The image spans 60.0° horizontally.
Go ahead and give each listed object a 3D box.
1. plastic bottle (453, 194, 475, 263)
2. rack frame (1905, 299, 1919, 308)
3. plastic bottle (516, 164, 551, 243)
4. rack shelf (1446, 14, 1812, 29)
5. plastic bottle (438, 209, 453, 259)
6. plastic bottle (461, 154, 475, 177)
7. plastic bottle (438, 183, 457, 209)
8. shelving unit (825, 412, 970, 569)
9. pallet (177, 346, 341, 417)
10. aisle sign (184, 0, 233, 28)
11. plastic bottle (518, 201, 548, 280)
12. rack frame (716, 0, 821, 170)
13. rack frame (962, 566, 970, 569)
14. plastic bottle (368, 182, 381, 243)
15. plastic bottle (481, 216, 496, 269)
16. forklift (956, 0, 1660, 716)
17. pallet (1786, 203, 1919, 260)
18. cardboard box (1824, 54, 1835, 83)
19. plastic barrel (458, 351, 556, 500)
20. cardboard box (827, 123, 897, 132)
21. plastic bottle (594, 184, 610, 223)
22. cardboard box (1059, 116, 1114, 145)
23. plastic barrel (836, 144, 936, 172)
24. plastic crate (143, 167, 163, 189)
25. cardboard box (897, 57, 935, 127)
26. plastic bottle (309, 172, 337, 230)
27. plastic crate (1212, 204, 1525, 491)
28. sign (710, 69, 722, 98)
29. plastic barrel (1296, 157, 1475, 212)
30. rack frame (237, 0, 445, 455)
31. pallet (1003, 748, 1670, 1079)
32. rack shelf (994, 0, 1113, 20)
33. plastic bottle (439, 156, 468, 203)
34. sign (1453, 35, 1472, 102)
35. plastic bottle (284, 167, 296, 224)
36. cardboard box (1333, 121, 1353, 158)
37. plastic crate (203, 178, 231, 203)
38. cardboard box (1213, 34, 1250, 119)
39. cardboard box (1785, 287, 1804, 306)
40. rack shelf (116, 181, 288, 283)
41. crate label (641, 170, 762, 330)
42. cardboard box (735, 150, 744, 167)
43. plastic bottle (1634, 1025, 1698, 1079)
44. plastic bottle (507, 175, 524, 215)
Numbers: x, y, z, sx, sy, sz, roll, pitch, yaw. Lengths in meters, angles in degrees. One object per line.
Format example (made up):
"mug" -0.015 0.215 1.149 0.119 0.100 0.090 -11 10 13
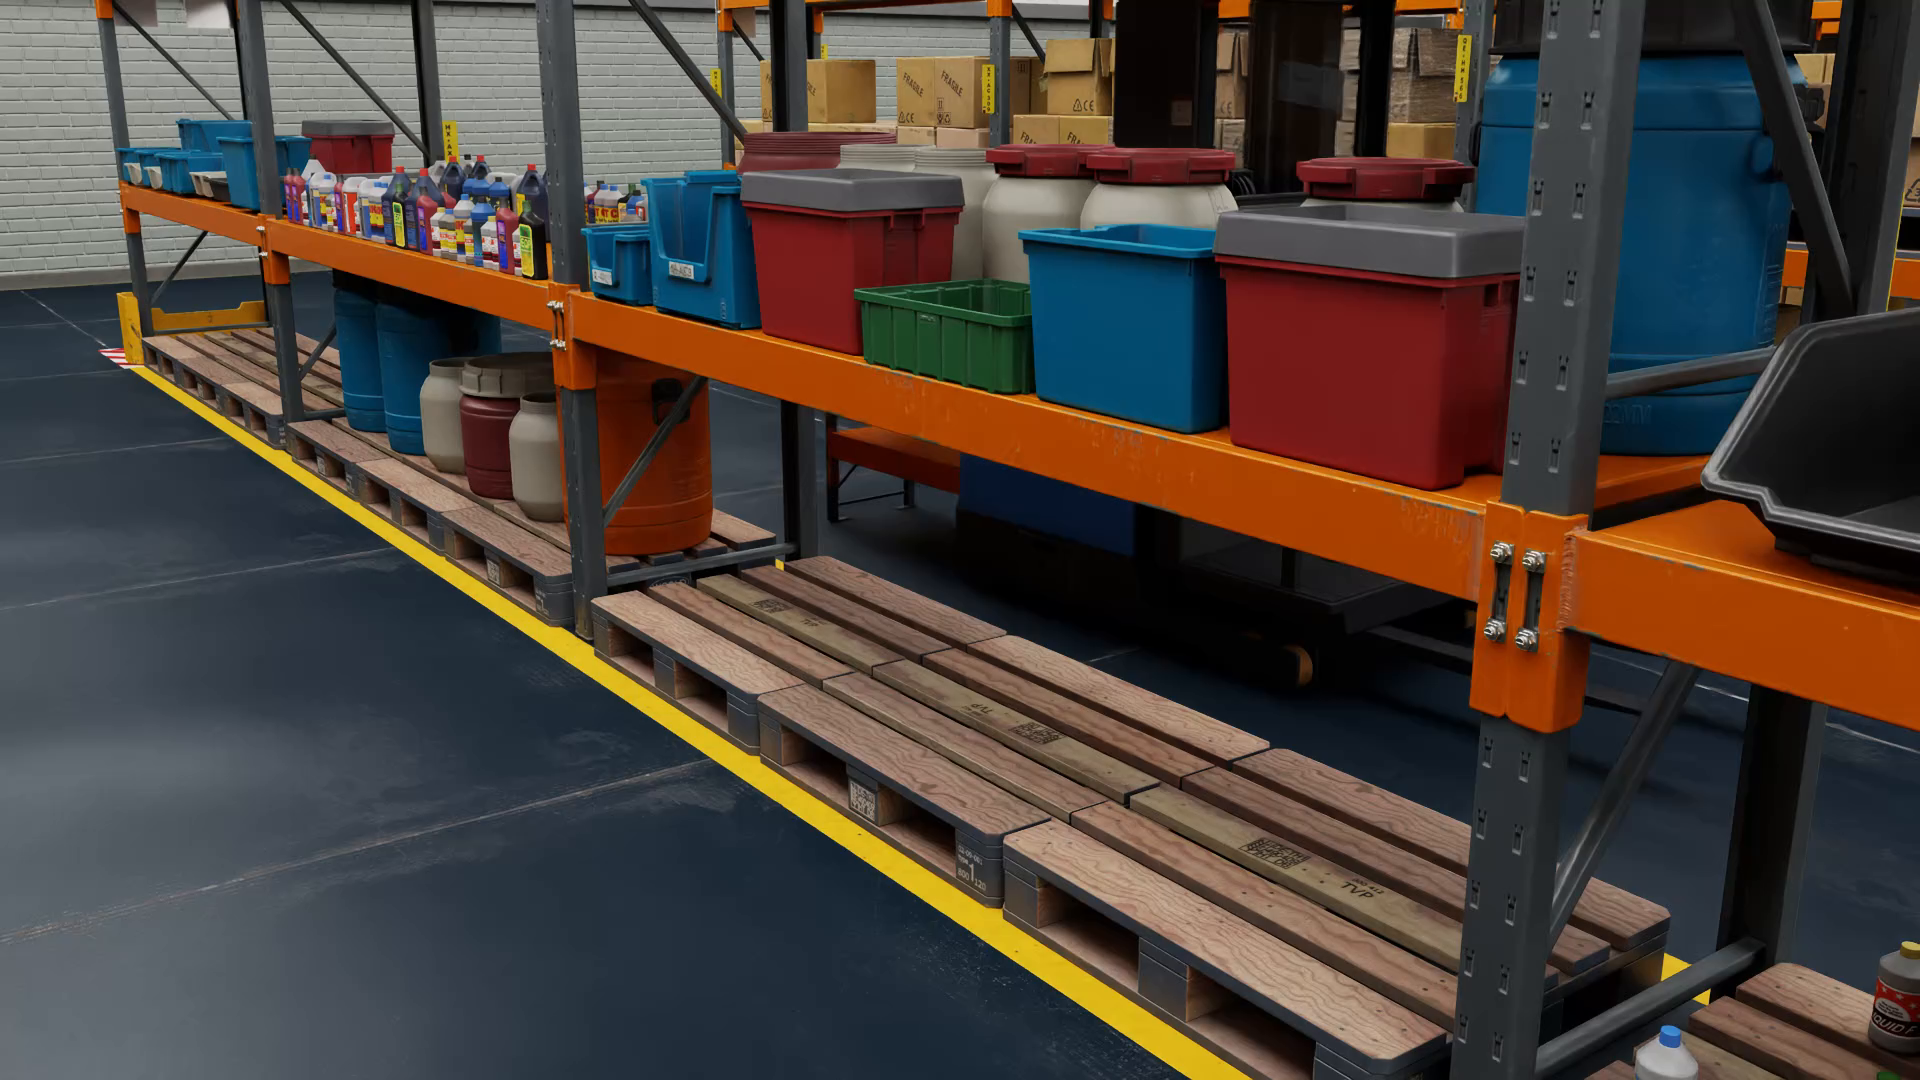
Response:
"plastic bottle" -2.009 -1.270 6.778 0.097 0.271 0.097 0 15 0
"rack frame" 7.070 -2.669 11.646 1.000 3.000 0.127 -11 19 -35
"plastic bottle" -1.951 -1.549 7.648 0.144 0.351 0.185 -11 19 -35
"rack shelf" 7.487 -5.840 18.912 1.077 0.370 4.000 -11 19 -35
"plastic bottle" -2.123 -1.278 6.939 0.097 0.201 0.097 0 15 0
"plastic bottle" -2.555 -1.837 8.699 0.144 0.351 0.185 -11 19 -35
"plastic bottle" -2.255 -1.422 7.310 0.061 0.283 0.133 -11 19 -35
"shelving unit" -0.106 -0.566 7.512 0.538 1.125 1.048 -12 19 -37
"pallet" -4.545 -1.073 11.096 1.003 0.211 1.213 -11 19 -35
"aisle sign" -5.517 -4.175 12.224 0.394 0.787 0.004 -11 19 -35
"plastic bottle" -1.591 -1.116 6.192 0.061 0.283 0.133 -11 19 -35
"rack frame" -1.705 -3.629 15.154 1.000 3.000 0.127 -11 19 -35
"rack frame" 0.214 -0.461 7.131 0.500 1.125 0.032 -12 19 -37
"plastic bottle" -2.669 -1.510 7.654 0.097 0.271 0.097 0 15 0
"plastic bottle" -1.837 -1.174 6.559 0.097 0.201 0.097 0 15 0
"forklift" 1.320 -1.043 5.835 1.130 2.935 3.031 -13 20 -39
"pallet" 4.195 -1.412 7.416 1.003 0.211 1.213 -11 19 -35
"cardboard box" 9.010 -4.601 16.620 0.500 0.500 0.500 -11 19 -35
"plastic barrel" -1.973 -0.534 7.619 0.600 0.588 0.708 -11 19 -35
"cardboard box" -0.727 -3.227 13.407 0.500 0.250 0.500 -11 19 -36
"plastic bottle" -1.590 -1.459 7.468 0.097 0.271 0.097 0 15 0
"cardboard box" 1.011 -2.579 11.127 0.500 0.500 0.500 -11 19 -34
"plastic barrel" -0.230 -1.019 5.407 0.421 0.512 0.421 0 15 0
"plastic crate" -5.312 -2.432 11.166 0.250 0.136 0.298 -11 19 -35
"cardboard box" -0.131 -3.372 12.515 0.500 0.500 0.500 -11 19 -34
"plastic bottle" -3.181 -1.710 8.378 0.152 0.276 0.135 -11 19 -35
"plastic crate" 0.812 -0.385 3.178 0.402 0.464 0.583 -11 19 -35
"sign" -2.158 -4.000 14.719 0.100 0.325 0.005 -11 19 -35
"plastic barrel" 0.959 -0.602 3.835 0.433 0.535 0.433 0 15 0
"rack frame" -3.360 -2.006 9.224 1.000 3.000 0.127 -11 19 -35
"pallet" 0.851 0.885 3.941 1.003 0.211 1.213 -11 19 -35
"rack shelf" 1.823 -3.448 10.171 1.077 0.370 4.000 -11 19 -35
"plastic bottle" -2.563 -1.775 8.473 0.144 0.351 0.185 -11 19 -35
"sign" 2.551 -2.392 8.442 0.100 0.325 0.005 -11 19 -35
"plastic bottle" -3.489 -1.805 8.711 0.061 0.283 0.133 -11 19 -35
"cardboard box" 2.219 -2.143 9.536 0.500 0.500 0.500 -11 19 -35
"plastic crate" -4.235 -2.100 9.973 0.437 0.125 0.590 -11 19 -35
"cardboard box" 1.801 -2.893 10.376 0.797 0.503 0.637 -10 18 -33
"cardboard box" 6.471 -1.766 12.286 0.500 0.500 0.500 -11 19 -35
"rack shelf" -4.536 -2.086 10.879 1.077 0.370 4.000 -11 19 -35
"crate label" -0.643 -0.915 5.170 0.502 0.435 0.616 -11 19 -35
"cardboard box" -1.764 -3.381 14.723 0.380 0.149 0.250 -11 19 -34
"plastic bottle" 1.177 0.942 2.787 0.097 0.271 0.097 0 15 0
"plastic bottle" -2.140 -1.648 8.152 0.152 0.276 0.135 -11 19 -35
